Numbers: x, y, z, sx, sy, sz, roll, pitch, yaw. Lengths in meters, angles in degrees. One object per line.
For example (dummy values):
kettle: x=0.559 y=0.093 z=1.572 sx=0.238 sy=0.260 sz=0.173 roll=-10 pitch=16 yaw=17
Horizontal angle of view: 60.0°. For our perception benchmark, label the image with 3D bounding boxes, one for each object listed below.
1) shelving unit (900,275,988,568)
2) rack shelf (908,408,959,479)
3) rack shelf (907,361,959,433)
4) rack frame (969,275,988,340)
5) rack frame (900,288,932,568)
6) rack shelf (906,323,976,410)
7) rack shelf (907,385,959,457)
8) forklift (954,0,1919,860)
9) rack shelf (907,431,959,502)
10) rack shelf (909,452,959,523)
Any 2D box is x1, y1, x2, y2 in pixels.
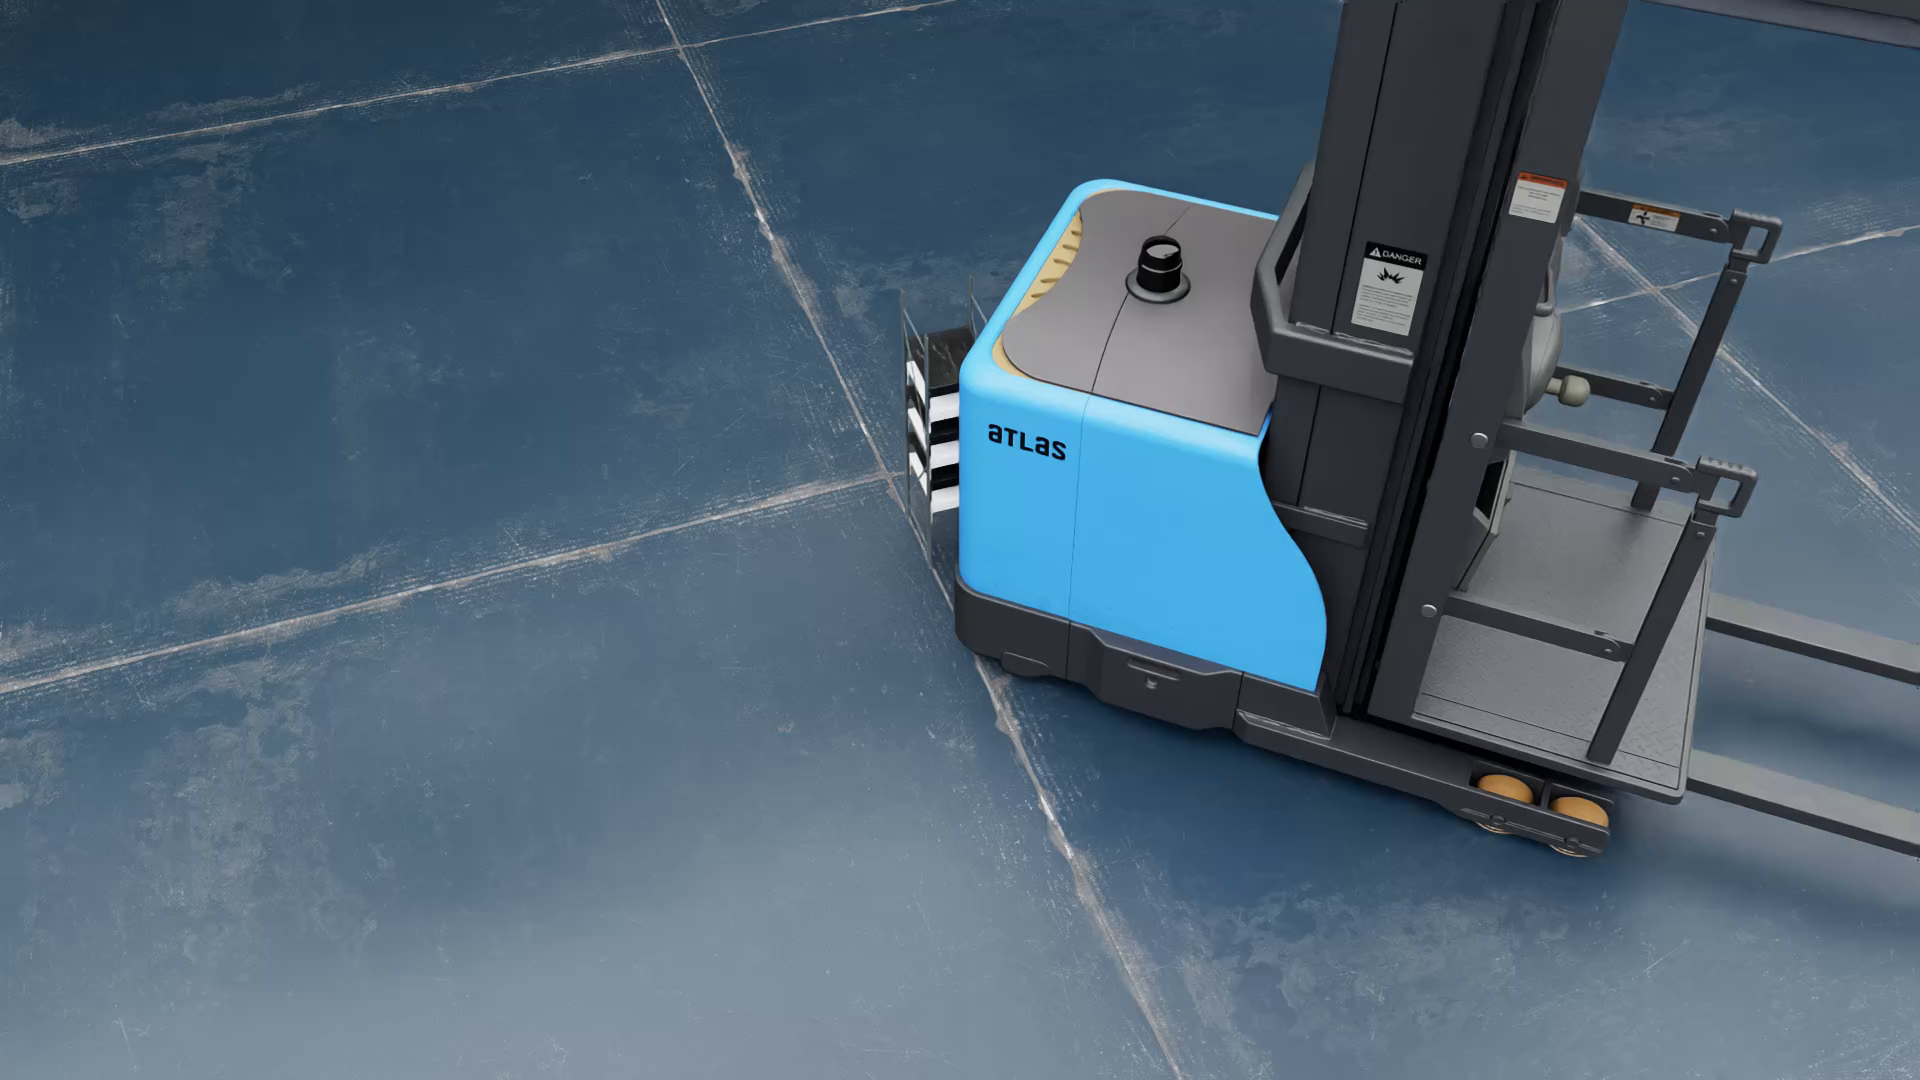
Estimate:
shelving unit: x=-0.031 y=-0.334 z=4.947 sx=0.210 sy=0.900 sz=0.258 roll=-13 pitch=47 yaw=-13
rack shelf: x=-0.031 y=-0.310 z=4.971 sx=0.200 sy=0.077 sz=0.258 roll=-13 pitch=47 yaw=-13
rack shelf: x=-0.031 y=-0.437 z=4.843 sx=0.200 sy=0.077 sz=0.258 roll=-13 pitch=47 yaw=-13
rack frame: x=0.065 y=-0.356 z=4.970 sx=0.006 sy=0.900 sz=0.240 roll=-13 pitch=47 yaw=-13
rack frame: x=-0.127 y=-0.311 z=4.924 sx=0.006 sy=0.900 sz=0.240 roll=-13 pitch=47 yaw=-13
rack shelf: x=-0.031 y=-0.501 z=4.780 sx=0.200 sy=0.077 sz=0.258 roll=-13 pitch=47 yaw=-13
rack shelf: x=-0.031 y=-0.374 z=4.907 sx=0.200 sy=0.077 sz=0.258 roll=-13 pitch=47 yaw=-13
forklift: x=1.552 y=-0.626 z=3.804 sx=3.031 sy=2.935 sz=1.130 roll=16 pitch=47 yaw=15
rack shelf: x=-0.031 y=-0.247 z=5.034 sx=0.200 sy=0.077 sz=0.258 roll=-13 pitch=47 yaw=-13
rack shelf: x=-0.031 y=-0.183 z=5.098 sx=0.200 sy=0.077 sz=0.258 roll=-13 pitch=47 yaw=-13
